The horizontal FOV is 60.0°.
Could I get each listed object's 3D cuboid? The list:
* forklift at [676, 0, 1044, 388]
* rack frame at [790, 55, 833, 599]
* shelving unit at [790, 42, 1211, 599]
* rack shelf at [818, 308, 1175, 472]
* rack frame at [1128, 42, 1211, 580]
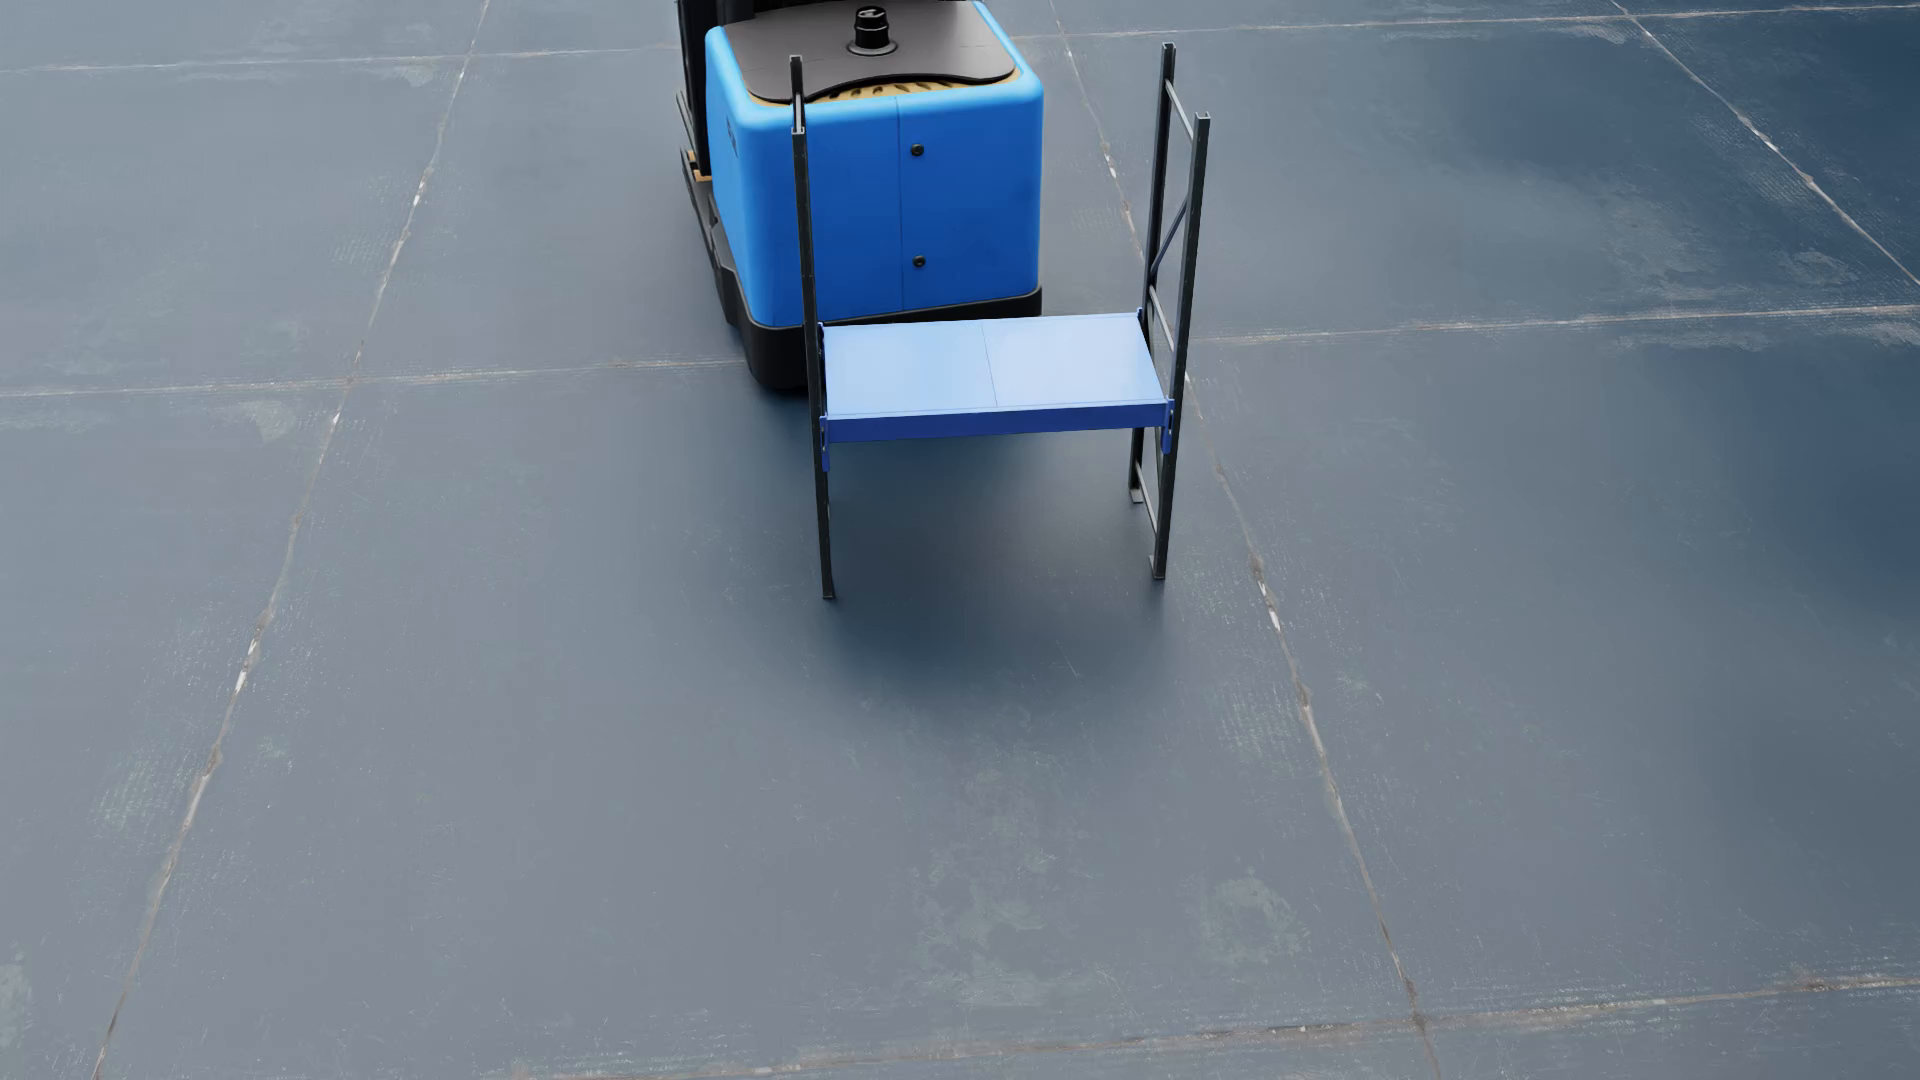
[{"bbox_3d":[-0.574,-2.598,6.176,1.130,2.935,3.031,-9,39,-11],"label":"forklift"},{"bbox_3d":[-0.421,-0.566,4.756,0.032,1.500,0.500,-3,38,-4],"label":"rack frame"},{"bbox_3d":[0.085,-0.593,4.791,1.048,1.500,0.538,-3,38,-4],"label":"shelving unit"},{"bbox_3d":[0.085,-0.452,4.903,1.000,0.185,0.538,-3,38,-4],"label":"rack shelf"},{"bbox_3d":[0.591,-0.621,4.827,0.032,1.500,0.500,-3,38,-4],"label":"rack frame"}]
